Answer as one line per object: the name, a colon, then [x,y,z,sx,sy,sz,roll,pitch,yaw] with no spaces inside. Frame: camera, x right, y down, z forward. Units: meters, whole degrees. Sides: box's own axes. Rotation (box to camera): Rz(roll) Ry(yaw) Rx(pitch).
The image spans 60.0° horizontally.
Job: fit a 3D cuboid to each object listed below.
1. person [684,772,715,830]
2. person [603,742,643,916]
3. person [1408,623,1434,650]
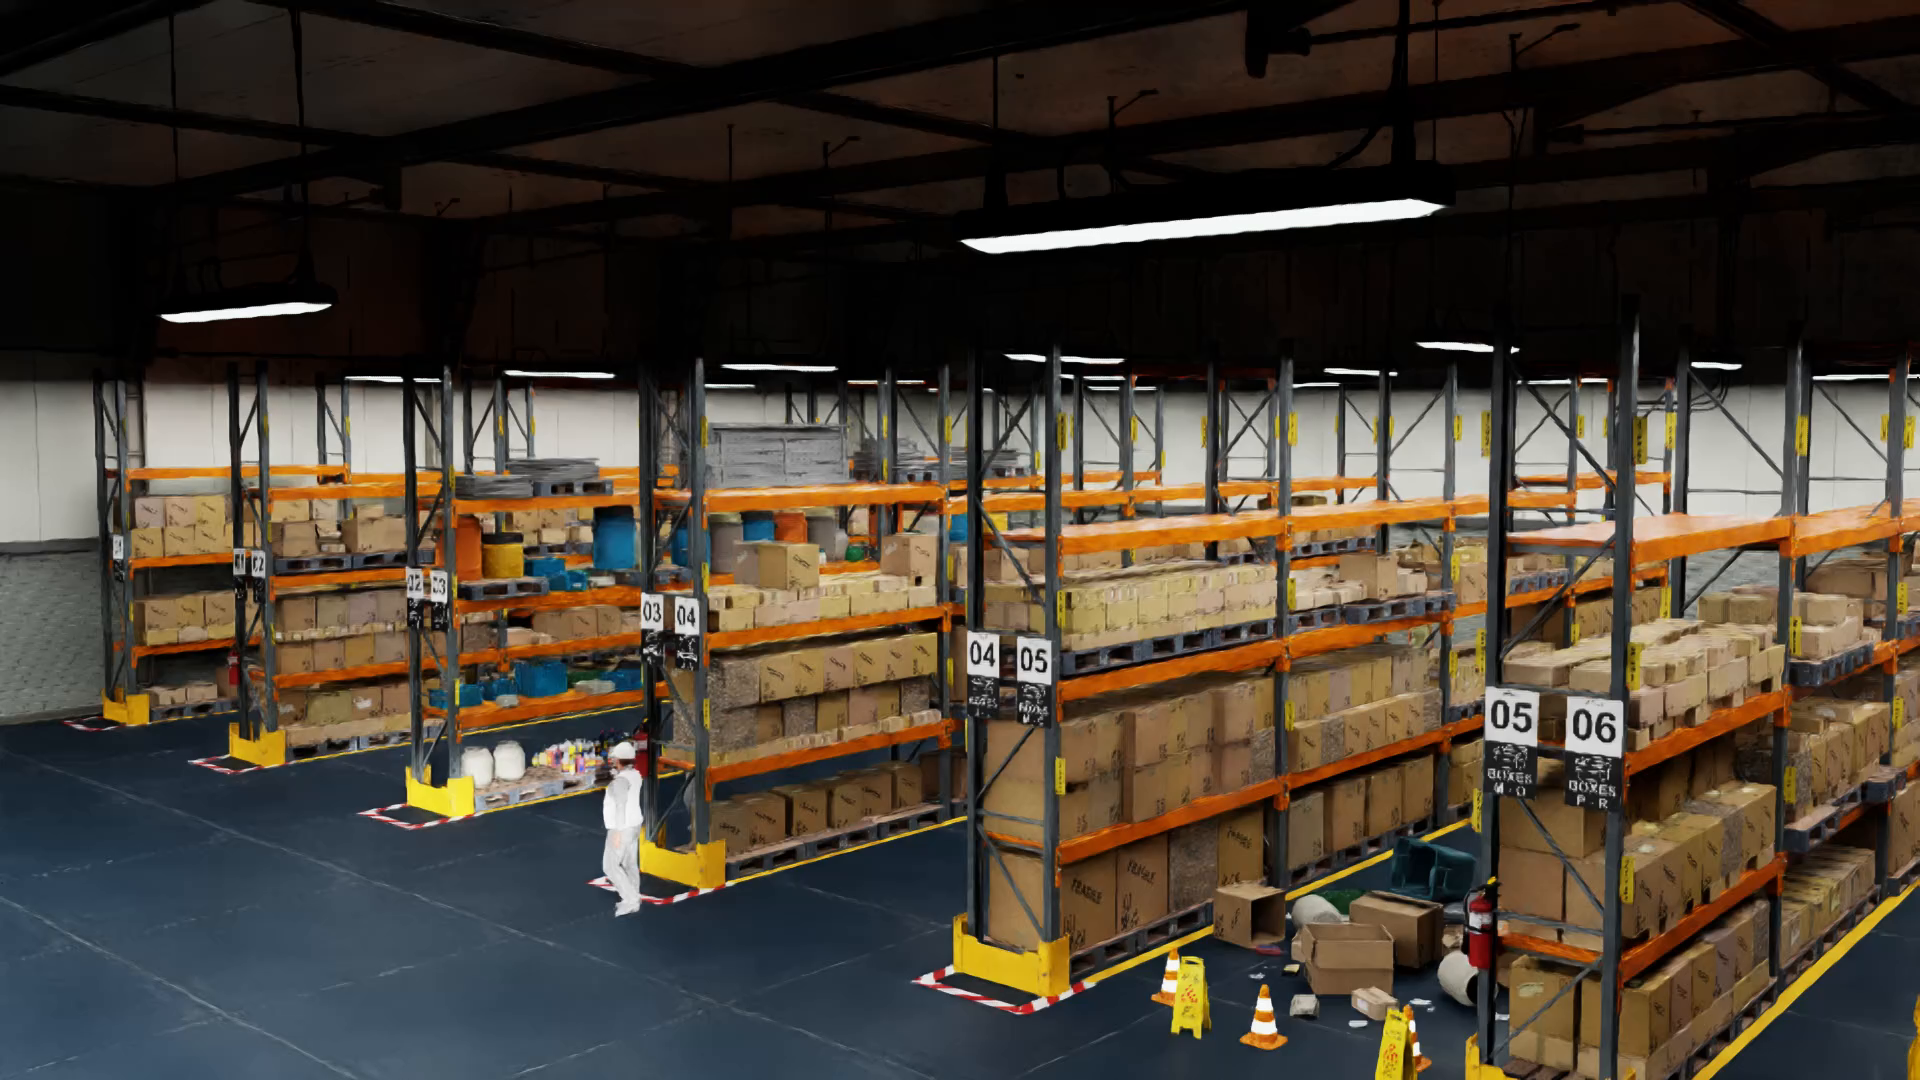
person: [-3.197,2.846,20.583,0.639,1.628,0.512,4,5,40]
person: [-3.502,2.995,17.352,0.399,1.767,0.643,1,4,10]
person: [8.862,2.127,31.997,0.485,1.380,0.950,1,4,19]
